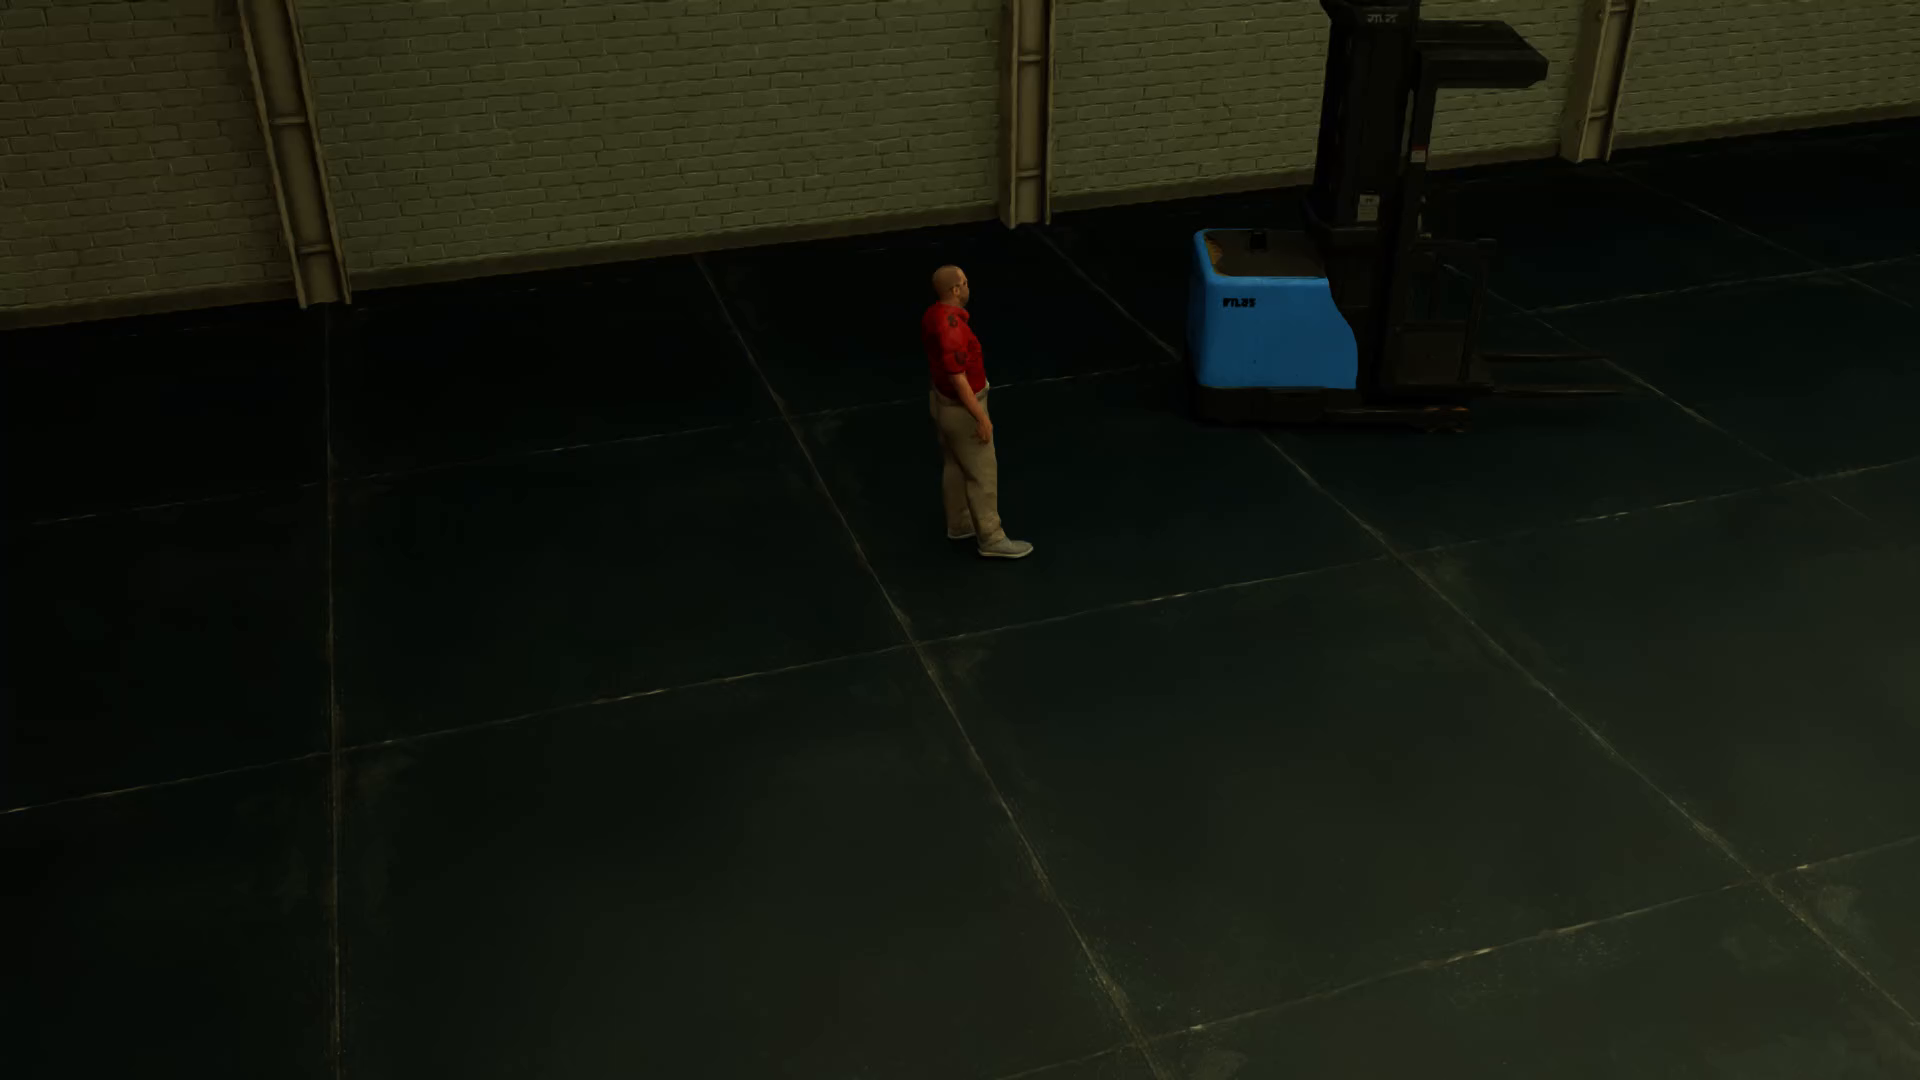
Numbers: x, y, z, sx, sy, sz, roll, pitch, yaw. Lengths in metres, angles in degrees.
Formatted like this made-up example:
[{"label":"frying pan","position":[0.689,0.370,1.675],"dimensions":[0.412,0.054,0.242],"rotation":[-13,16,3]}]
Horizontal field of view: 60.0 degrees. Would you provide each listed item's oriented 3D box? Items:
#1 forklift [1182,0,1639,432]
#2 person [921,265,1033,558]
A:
[{"label":"forklift","position":[3.124,-2.273,11.038],"dimensions":[3.031,2.935,1.130],"rotation":[1,30,1]},{"label":"person","position":[0.089,-0.764,9.606],"dimensions":[0.550,1.727,0.640],"rotation":[-10,31,-16]}]
